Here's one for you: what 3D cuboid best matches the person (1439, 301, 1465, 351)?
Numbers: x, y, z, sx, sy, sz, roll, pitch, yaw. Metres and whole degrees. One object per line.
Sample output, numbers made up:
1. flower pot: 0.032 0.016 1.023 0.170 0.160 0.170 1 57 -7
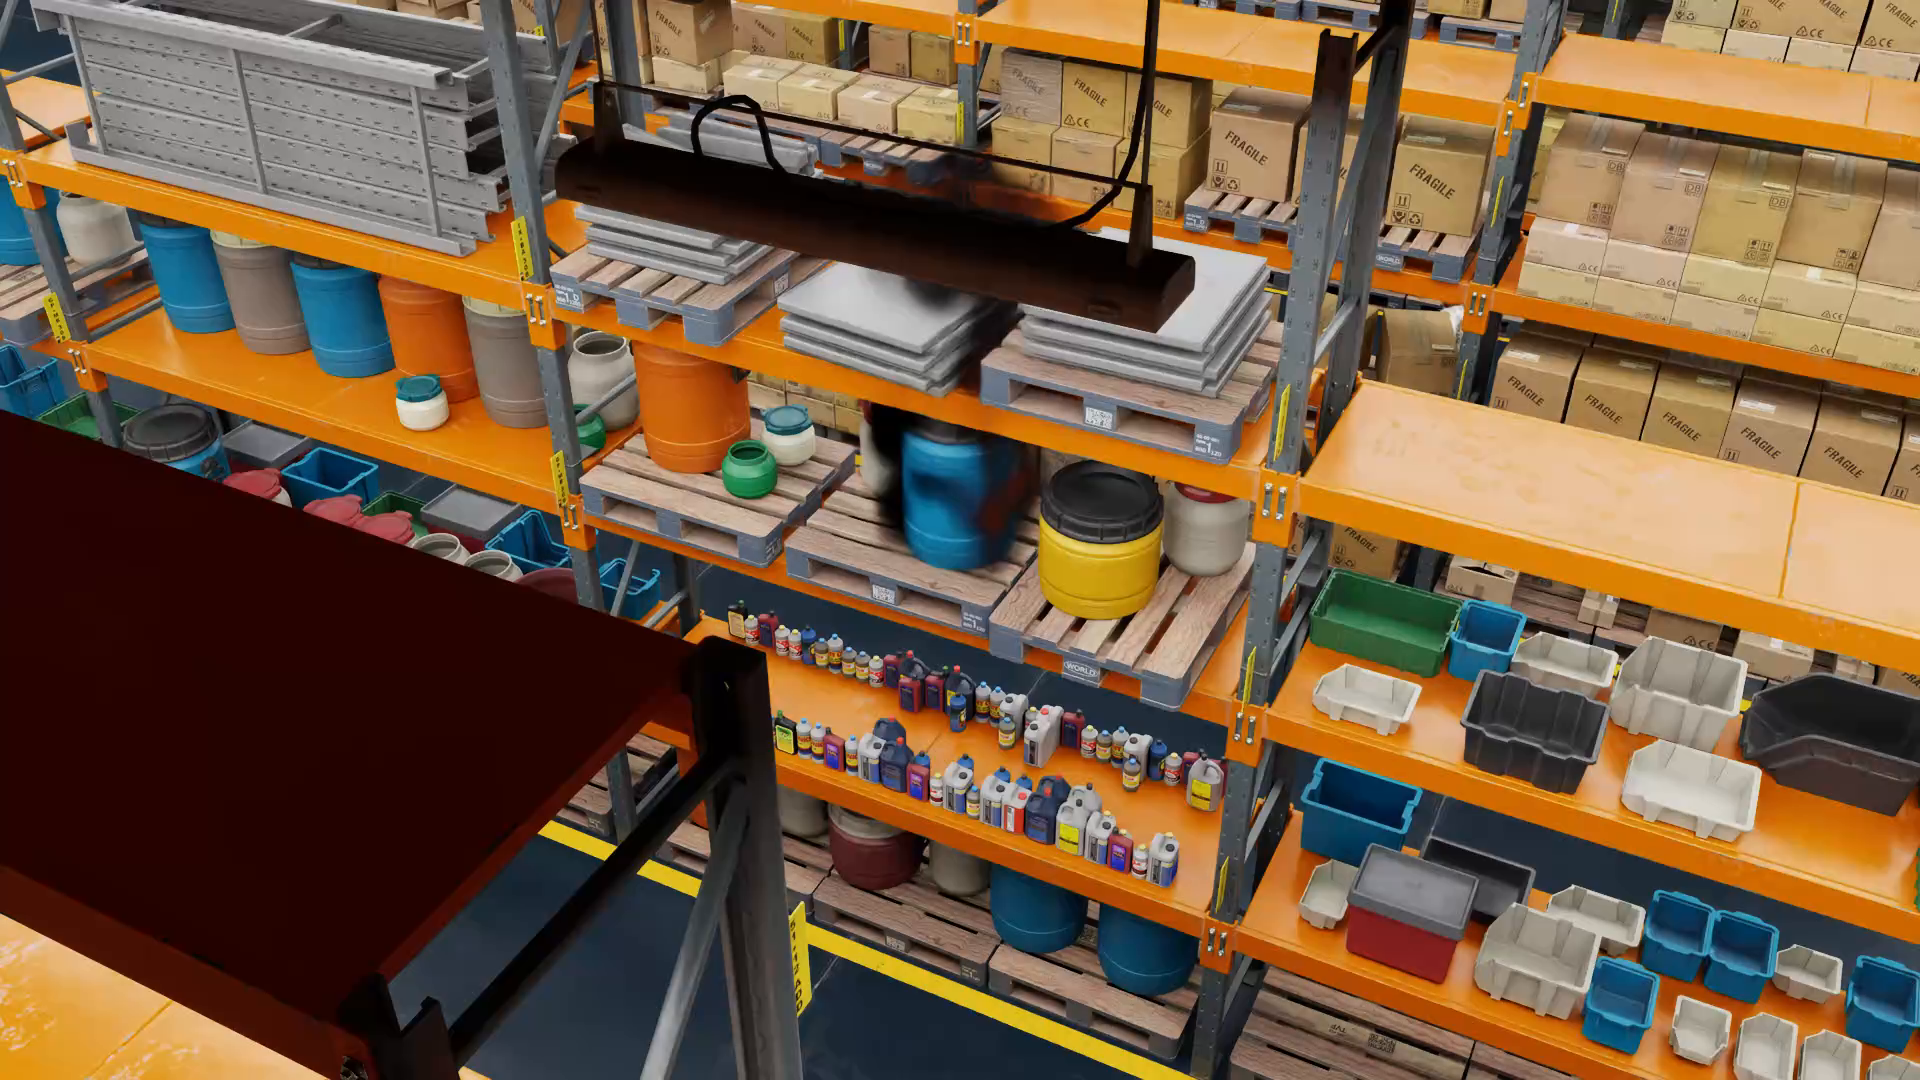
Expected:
1. person: 4.258 -1.484 14.537 0.736 1.706 0.608 17 39 23
